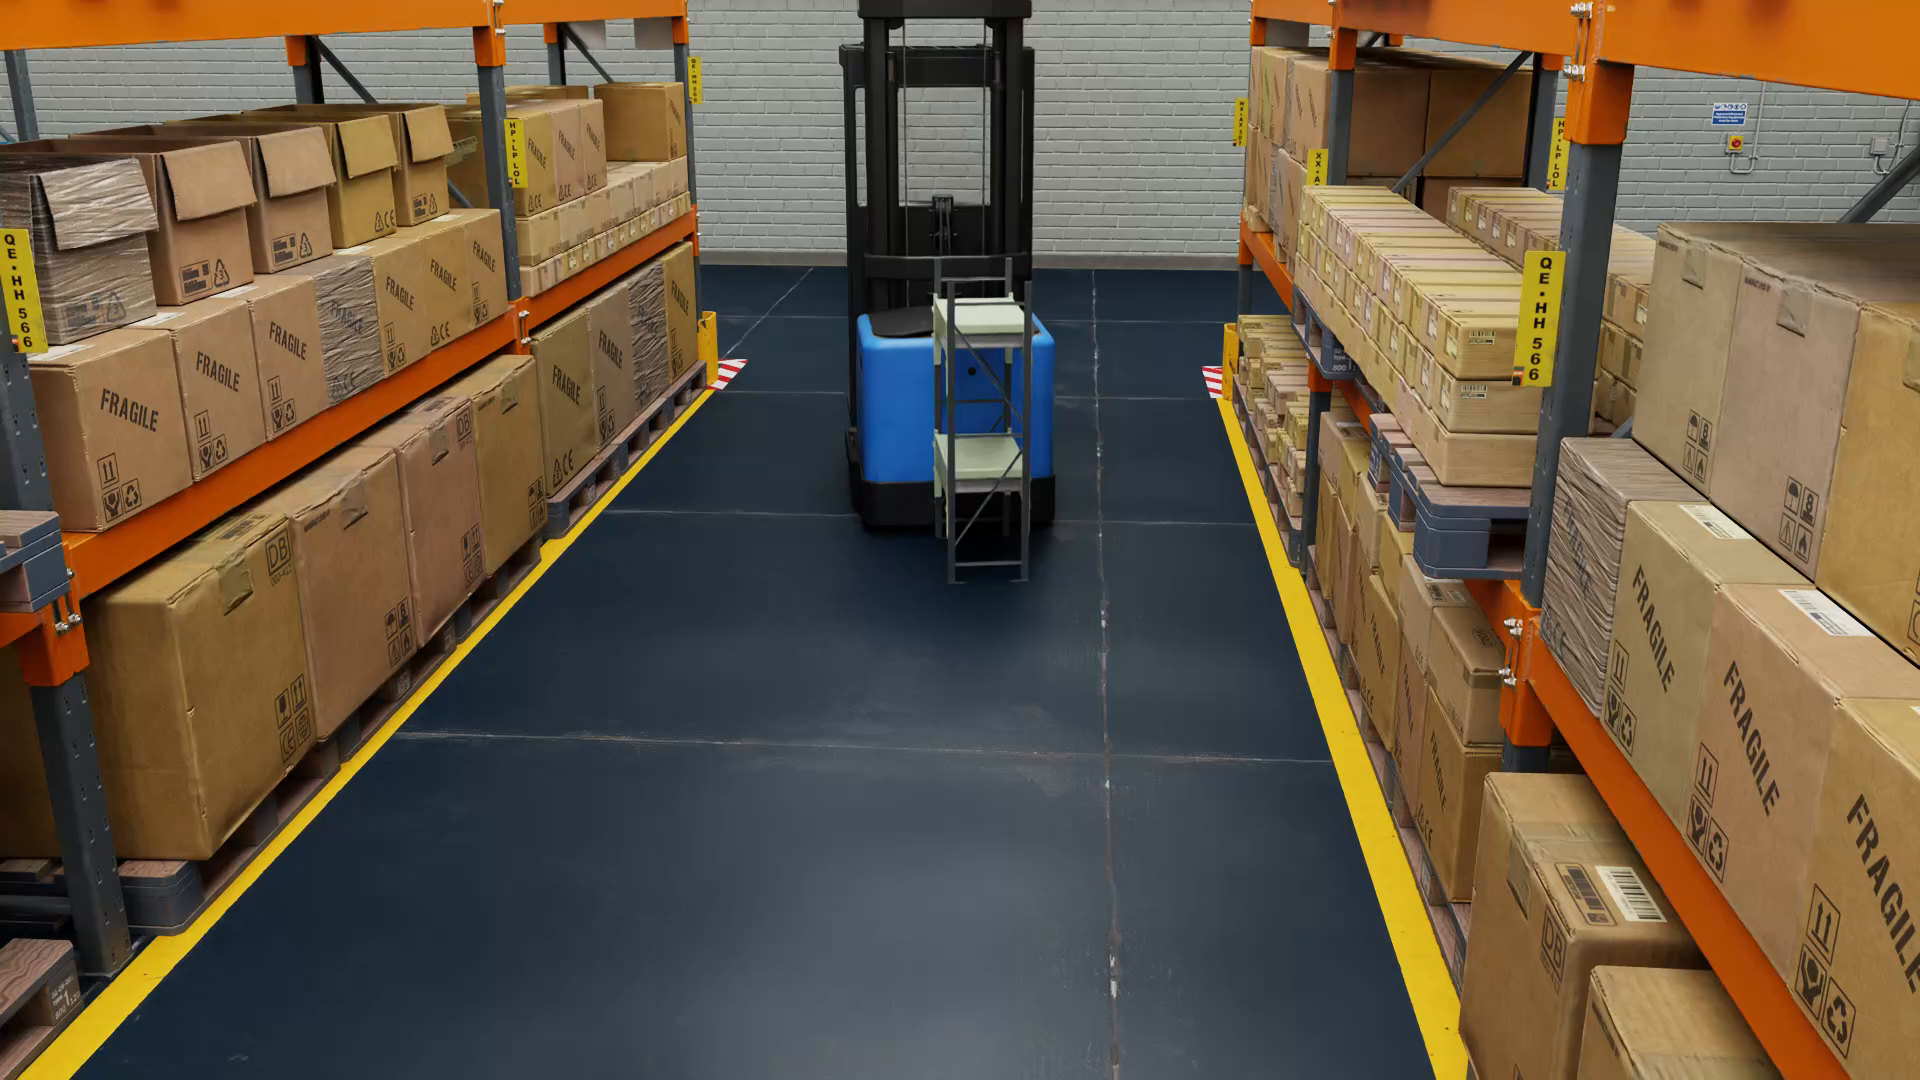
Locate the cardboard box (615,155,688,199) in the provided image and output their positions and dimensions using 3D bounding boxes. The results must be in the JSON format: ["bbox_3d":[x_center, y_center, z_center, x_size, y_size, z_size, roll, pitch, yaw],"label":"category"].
[{"bbox_3d":[-2.205,-2.546,11.640,0.500,0.250,0.500,1,18,3],"label":"cardboard box"}]

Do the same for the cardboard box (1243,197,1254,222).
[{"bbox_3d":[2.154,-2.278,11.461,0.380,0.149,0.250,1,18,3],"label":"cardboard box"}]

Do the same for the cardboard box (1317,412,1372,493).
[{"bbox_3d":[1.901,-0.393,7.440,0.500,0.250,0.500,0,18,1],"label":"cardboard box"}]

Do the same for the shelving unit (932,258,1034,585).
[{"bbox_3d":[0.104,-0.612,8.381,0.431,1.500,0.755,-2,18,-5],"label":"shelving unit"}]

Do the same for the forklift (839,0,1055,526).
[{"bbox_3d":[-0.145,-1.882,9.961,1.130,2.935,3.031,-2,18,-5],"label":"forklift"}]

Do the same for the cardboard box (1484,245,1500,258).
[{"bbox_3d":[2.333,-1.098,6.708,0.380,0.149,0.250,1,18,2],"label":"cardboard box"}]

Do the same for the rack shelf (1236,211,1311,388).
[{"bbox_3d":[2.361,-1.528,9.923,1.077,0.370,4.000,1,18,4],"label":"rack shelf"}]

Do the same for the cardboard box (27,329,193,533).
[{"bbox_3d":[-2.703,-0.340,4.984,0.500,0.500,0.500,2,18,6],"label":"cardboard box"}]

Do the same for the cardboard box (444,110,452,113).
[{"bbox_3d":[-2.956,-1.966,8.663,0.500,0.500,0.500,2,18,5],"label":"cardboard box"}]

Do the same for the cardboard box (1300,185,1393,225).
[{"bbox_3d":[1.731,-1.499,7.454,0.380,0.149,0.250,2,18,7],"label":"cardboard box"}]

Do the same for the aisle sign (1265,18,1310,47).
[{"bbox_3d":[2.211,-3.755,11.391,0.394,0.787,0.004,1,18,4],"label":"aisle sign"}]

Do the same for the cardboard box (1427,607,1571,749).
[{"bbox_3d":[1.719,0.408,4.997,0.500,0.250,0.500,1,18,3],"label":"cardboard box"}]

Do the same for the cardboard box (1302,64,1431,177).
[{"bbox_3d":[1.982,-2.064,8.162,0.500,0.500,0.500,1,18,2],"label":"cardboard box"}]

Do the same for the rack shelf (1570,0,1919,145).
[{"bbox_3d":[1.788,-0.468,1.873,1.077,0.370,4.000,1,18,4],"label":"rack shelf"}]

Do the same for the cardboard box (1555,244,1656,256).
[{"bbox_3d":[2.250,-0.916,5.676,0.380,0.149,0.250,2,18,6],"label":"cardboard box"}]

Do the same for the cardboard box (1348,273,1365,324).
[{"bbox_3d":[1.621,-0.872,6.018,0.380,0.149,0.250,1,18,3],"label":"cardboard box"}]

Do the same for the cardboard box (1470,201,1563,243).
[{"bbox_3d":[2.345,-1.318,6.903,0.380,0.149,0.250,1,18,2],"label":"cardboard box"}]

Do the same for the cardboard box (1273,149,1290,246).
[{"bbox_3d":[2.046,-1.909,9.295,0.500,0.500,0.500,1,18,4],"label":"cardboard box"}]

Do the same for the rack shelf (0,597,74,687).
[{"bbox_3d":[-3.152,0.815,2.774,1.077,0.370,4.000,1,18,4],"label":"rack shelf"}]

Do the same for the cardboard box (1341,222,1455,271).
[{"bbox_3d":[1.639,-1.097,6.229,0.380,0.149,0.250,2,18,6],"label":"cardboard box"}]

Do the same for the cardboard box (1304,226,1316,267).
[{"bbox_3d":[1.714,-1.277,7.255,0.380,0.149,0.250,1,18,3],"label":"cardboard box"}]

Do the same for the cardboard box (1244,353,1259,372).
[{"bbox_3d":[2.135,-1.236,11.304,0.380,0.149,0.250,1,18,4],"label":"cardboard box"}]

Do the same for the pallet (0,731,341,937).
[{"bbox_3d":[-2.877,0.934,5.734,1.003,0.211,1.213,1,18,4],"label":"pallet"}]

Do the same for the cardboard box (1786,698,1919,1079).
[{"bbox_3d":[1.522,0.549,2.269,0.500,0.500,0.500,1,18,3],"label":"cardboard box"}]

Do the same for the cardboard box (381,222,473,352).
[{"bbox_3d":[-2.526,-1.133,7.403,0.500,0.500,0.500,2,18,6],"label":"cardboard box"}]

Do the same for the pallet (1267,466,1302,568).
[{"bbox_3d":[2.231,-0.133,8.988,1.003,0.211,1.213,1,18,4],"label":"pallet"}]

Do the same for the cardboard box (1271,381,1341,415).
[{"bbox_3d":[1.997,-0.815,9.541,0.380,0.149,0.250,0,18,1],"label":"cardboard box"}]

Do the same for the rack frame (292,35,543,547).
[{"bbox_3d":[-2.722,-1.390,8.349,1.000,3.000,0.127,1,18,4],"label":"rack frame"}]

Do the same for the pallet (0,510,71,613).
[{"bbox_3d":[-2.954,0.167,3.905,1.213,0.211,1.003,1,18,4],"label":"pallet"}]

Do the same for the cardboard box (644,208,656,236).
[{"bbox_3d":[-2.204,-2.078,10.851,0.380,0.149,0.250,1,18,3],"label":"cardboard box"}]

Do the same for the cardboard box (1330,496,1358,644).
[{"bbox_3d":[1.864,0.128,7.055,0.500,0.500,0.500,2,18,6],"label":"cardboard box"}]

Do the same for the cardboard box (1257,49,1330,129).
[{"bbox_3d":[2.178,-2.864,10.603,0.500,0.500,0.500,2,18,6],"label":"cardboard box"}]

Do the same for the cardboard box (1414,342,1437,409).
[{"bbox_3d":[1.530,-0.474,4.804,0.380,0.149,0.250,2,18,6],"label":"cardboard box"}]

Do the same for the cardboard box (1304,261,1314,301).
[{"bbox_3d":[1.717,-1.130,7.284,0.380,0.149,0.250,2,18,5],"label":"cardboard box"}]

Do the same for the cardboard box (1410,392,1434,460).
[{"bbox_3d":[1.528,-0.327,4.832,0.380,0.149,0.250,1,18,4],"label":"cardboard box"}]

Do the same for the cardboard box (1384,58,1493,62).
[{"bbox_3d":[2.582,-2.364,9.077,0.500,0.500,0.500,2,18,5],"label":"cardboard box"}]

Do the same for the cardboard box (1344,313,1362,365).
[{"bbox_3d":[1.621,-0.733,6.070,0.380,0.149,0.250,0,18,1],"label":"cardboard box"}]

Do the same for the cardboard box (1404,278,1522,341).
[{"bbox_3d":[1.548,-0.691,4.987,0.380,0.149,0.250,2,18,6],"label":"cardboard box"}]

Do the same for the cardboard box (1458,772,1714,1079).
[{"bbox_3d":[1.798,1.051,3.838,1.050,0.750,0.750,1,18,3],"label":"cardboard box"}]

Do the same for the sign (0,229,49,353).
[{"bbox_3d":[-2.467,-0.651,4.362,0.100,0.325,0.005,1,18,4],"label":"sign"}]

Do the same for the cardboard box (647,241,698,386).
[{"bbox_3d":[-2.401,-1.622,11.794,0.875,0.875,0.875,1,18,4],"label":"cardboard box"}]

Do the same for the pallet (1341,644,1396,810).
[{"bbox_3d":[2.079,0.699,6.452,1.003,0.211,1.213,1,18,4],"label":"pallet"}]

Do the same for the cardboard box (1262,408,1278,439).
[{"bbox_3d":[2.050,-0.699,10.143,0.380,0.149,0.250,1,18,4],"label":"cardboard box"}]

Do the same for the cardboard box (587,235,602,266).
[{"bbox_3d":[-2.297,-1.680,9.636,0.380,0.149,0.250,1,18,3],"label":"cardboard box"}]

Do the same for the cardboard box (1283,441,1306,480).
[{"bbox_3d":[1.930,-0.424,8.825,0.380,0.149,0.250,0,18,1],"label":"cardboard box"}]

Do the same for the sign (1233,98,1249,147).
[{"bbox_3d":[1.963,-2.914,11.609,0.100,0.325,0.005,1,18,4],"label":"sign"}]

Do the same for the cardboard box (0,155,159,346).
[{"bbox_3d":[-2.940,-0.899,5.078,0.797,0.503,0.637,2,18,6],"label":"cardboard box"}]

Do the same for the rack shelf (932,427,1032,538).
[{"bbox_3d":[0.104,-0.302,8.482,0.431,0.370,0.720,-2,18,-5],"label":"rack shelf"}]

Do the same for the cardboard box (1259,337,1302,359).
[{"bbox_3d":[2.147,-1.220,10.779,0.380,0.149,0.250,0,18,1],"label":"cardboard box"}]

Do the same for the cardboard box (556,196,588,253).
[{"bbox_3d":[-2.386,-1.755,9.225,0.500,0.250,0.500,1,18,4],"label":"cardboard box"}]
